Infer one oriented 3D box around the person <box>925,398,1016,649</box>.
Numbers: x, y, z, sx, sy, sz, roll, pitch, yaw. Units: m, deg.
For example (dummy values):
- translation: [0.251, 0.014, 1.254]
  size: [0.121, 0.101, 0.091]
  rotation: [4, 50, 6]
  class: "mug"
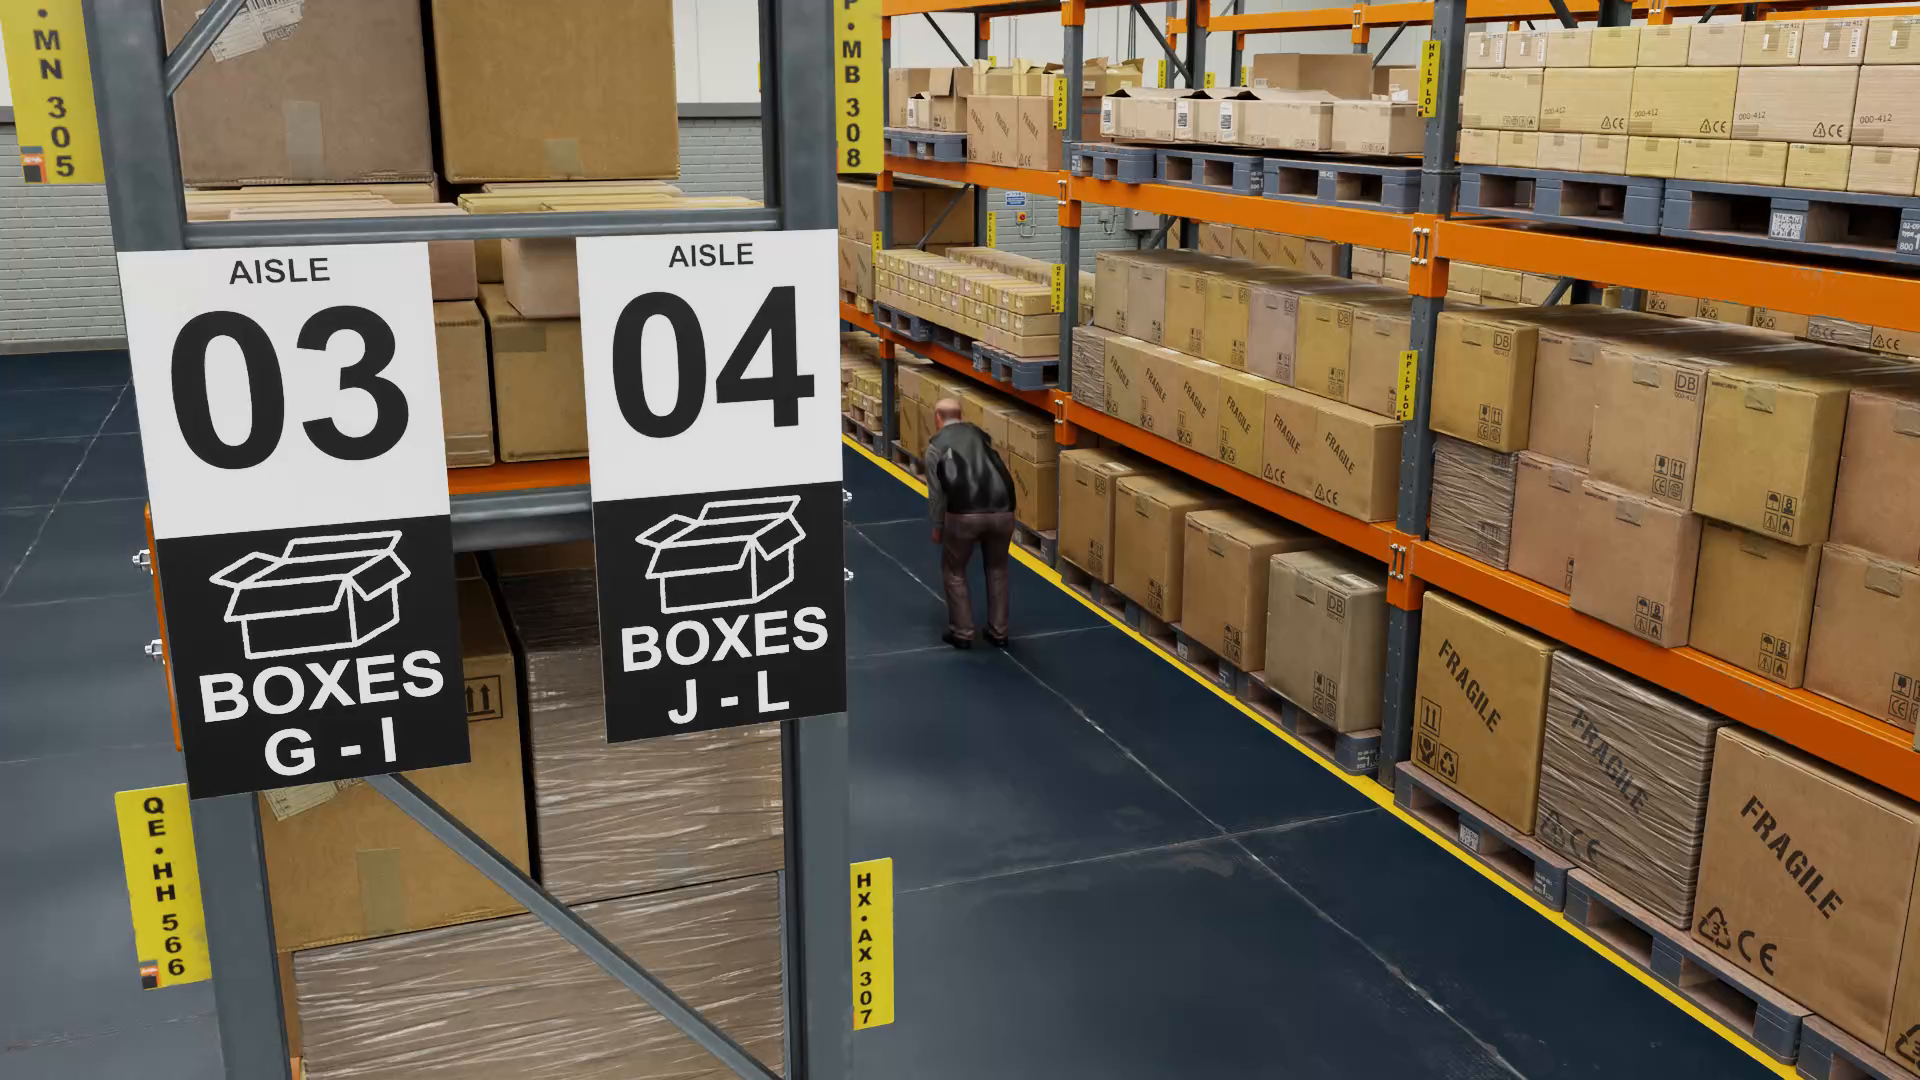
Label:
- translation: [0.036, -0.104, 10.394]
  size: [0.466, 1.487, 0.799]
  rotation: [-6, 17, -21]
  class: "person"
